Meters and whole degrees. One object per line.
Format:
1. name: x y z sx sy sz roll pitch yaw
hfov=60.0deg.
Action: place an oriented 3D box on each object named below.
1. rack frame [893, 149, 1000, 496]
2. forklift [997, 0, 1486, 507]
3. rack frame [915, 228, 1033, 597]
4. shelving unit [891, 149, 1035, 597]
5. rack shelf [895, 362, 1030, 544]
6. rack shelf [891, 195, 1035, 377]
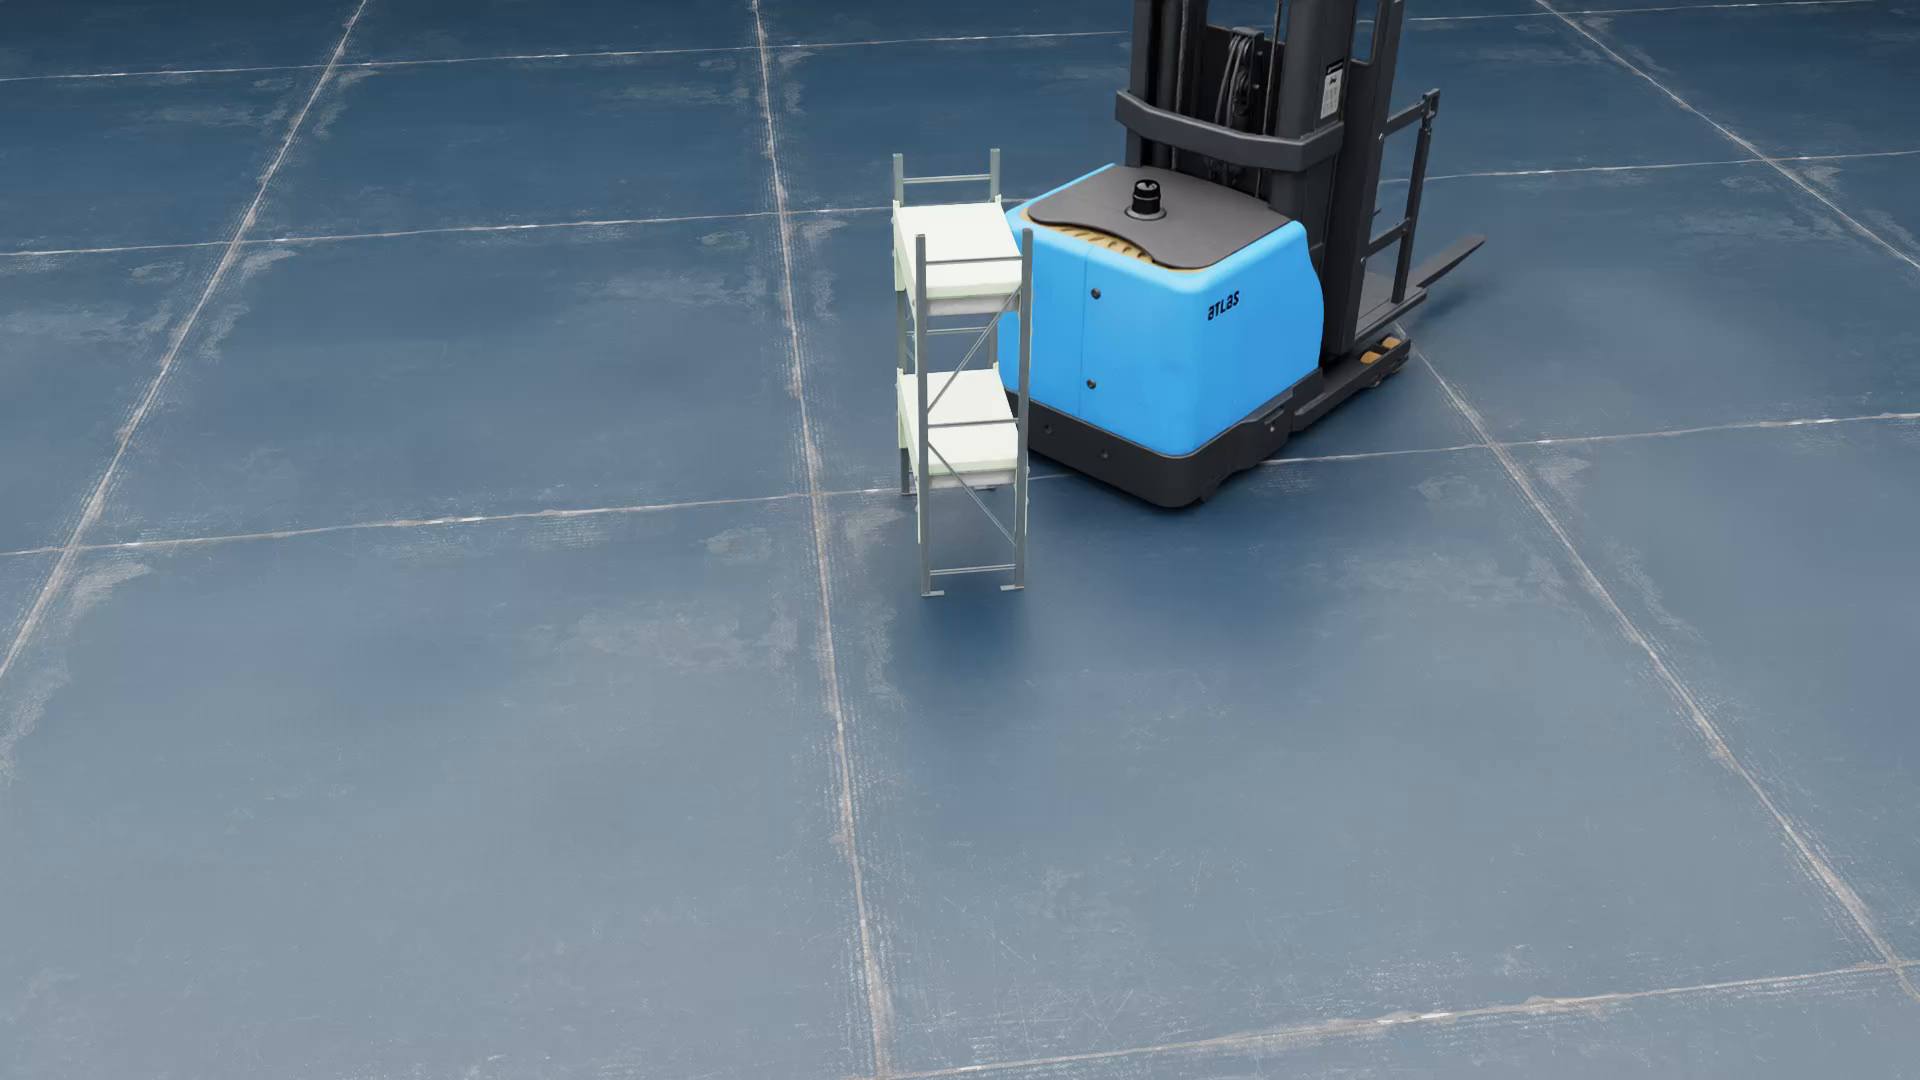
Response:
1. rack frame: -0.050 -0.828 6.633 0.400 1.500 0.023 -4 35 -6
2. forklift: 1.491 -2.095 7.221 1.130 2.935 3.031 26 42 33
3. rack frame: 0.048 -0.419 6.033 0.400 1.500 0.023 -4 35 -6
4. shelving unit: -0.001 -0.623 6.333 0.431 1.500 0.755 -4 35 -6
5. rack shelf: -0.001 -0.354 6.517 0.431 0.370 0.720 -4 35 -6
6. rack shelf: -0.001 -0.946 6.113 0.431 0.370 0.720 -4 35 -6
